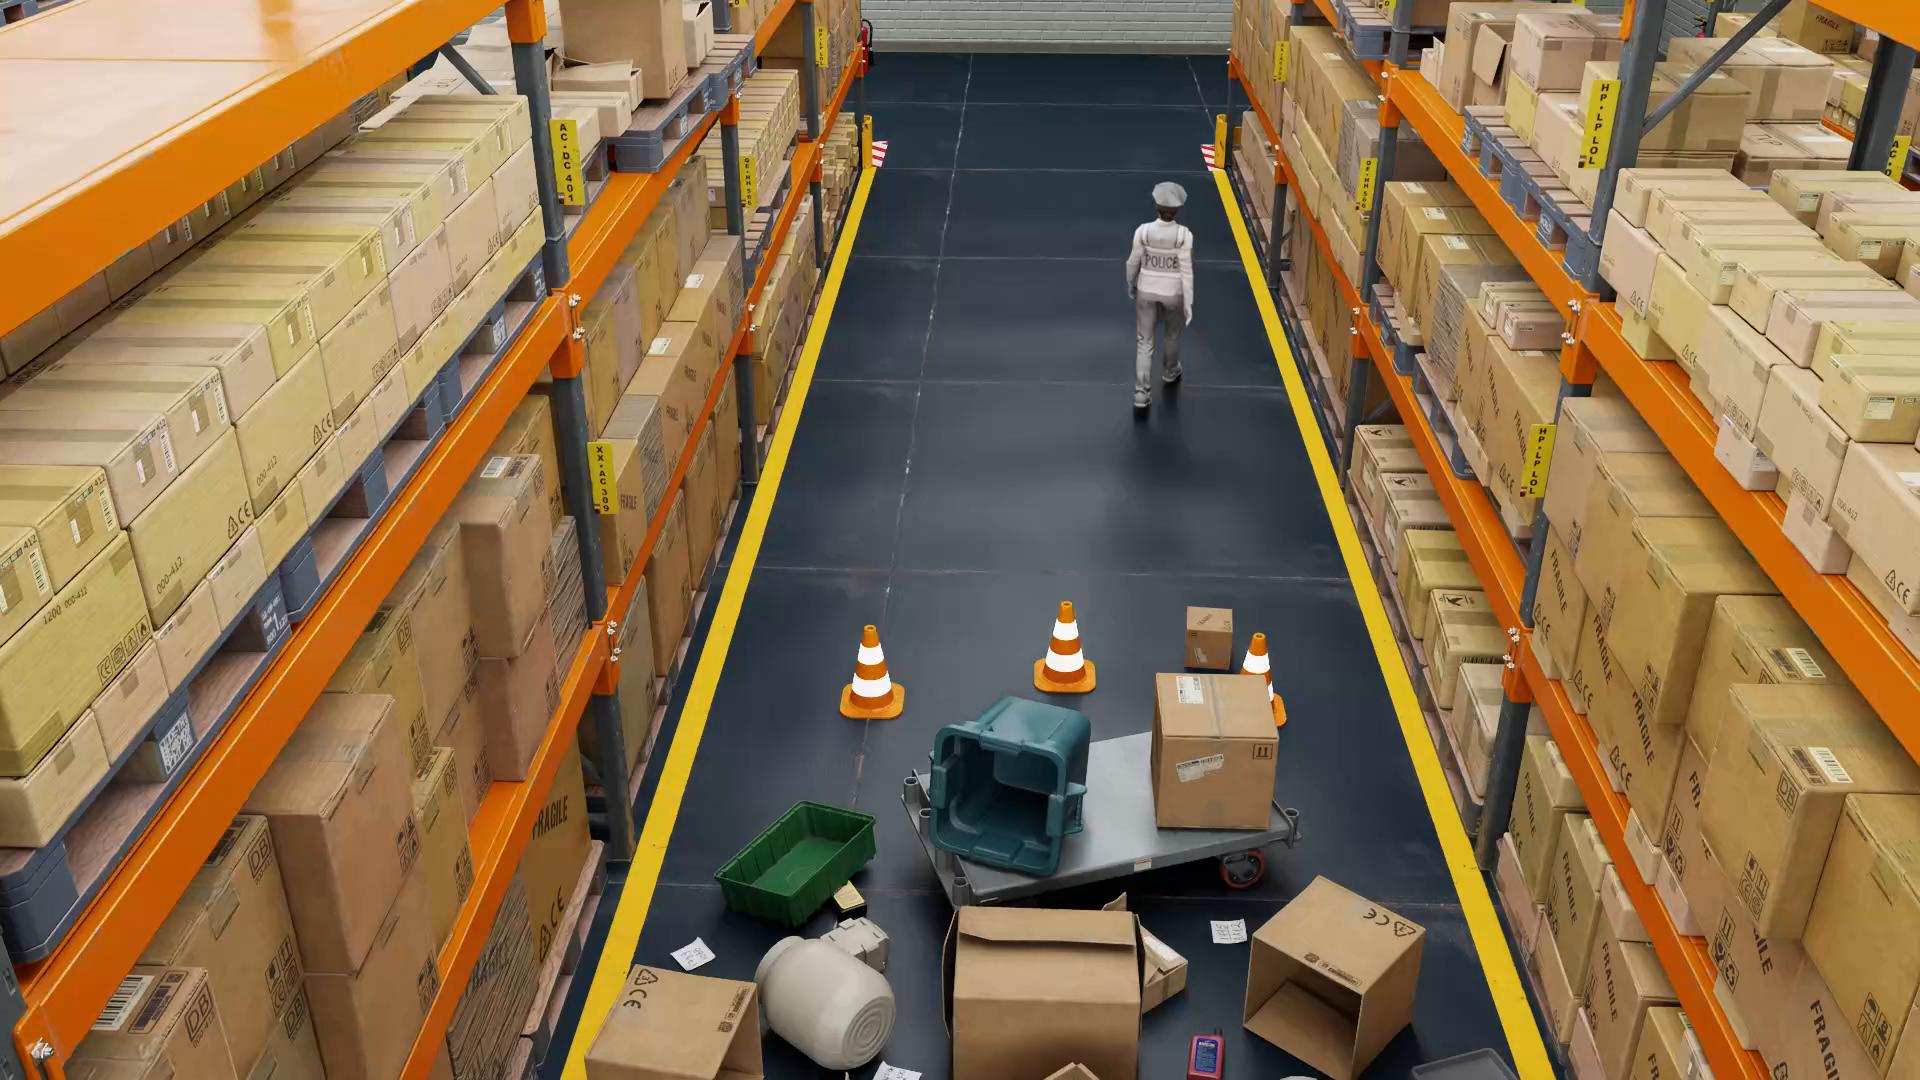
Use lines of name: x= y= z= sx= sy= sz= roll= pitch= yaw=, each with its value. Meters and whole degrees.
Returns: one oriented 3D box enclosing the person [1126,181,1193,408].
person: x=1.474 y=-1.850 z=12.269 sx=0.511 sy=1.638 sz=0.971 roll=5 pitch=29 yaw=9
